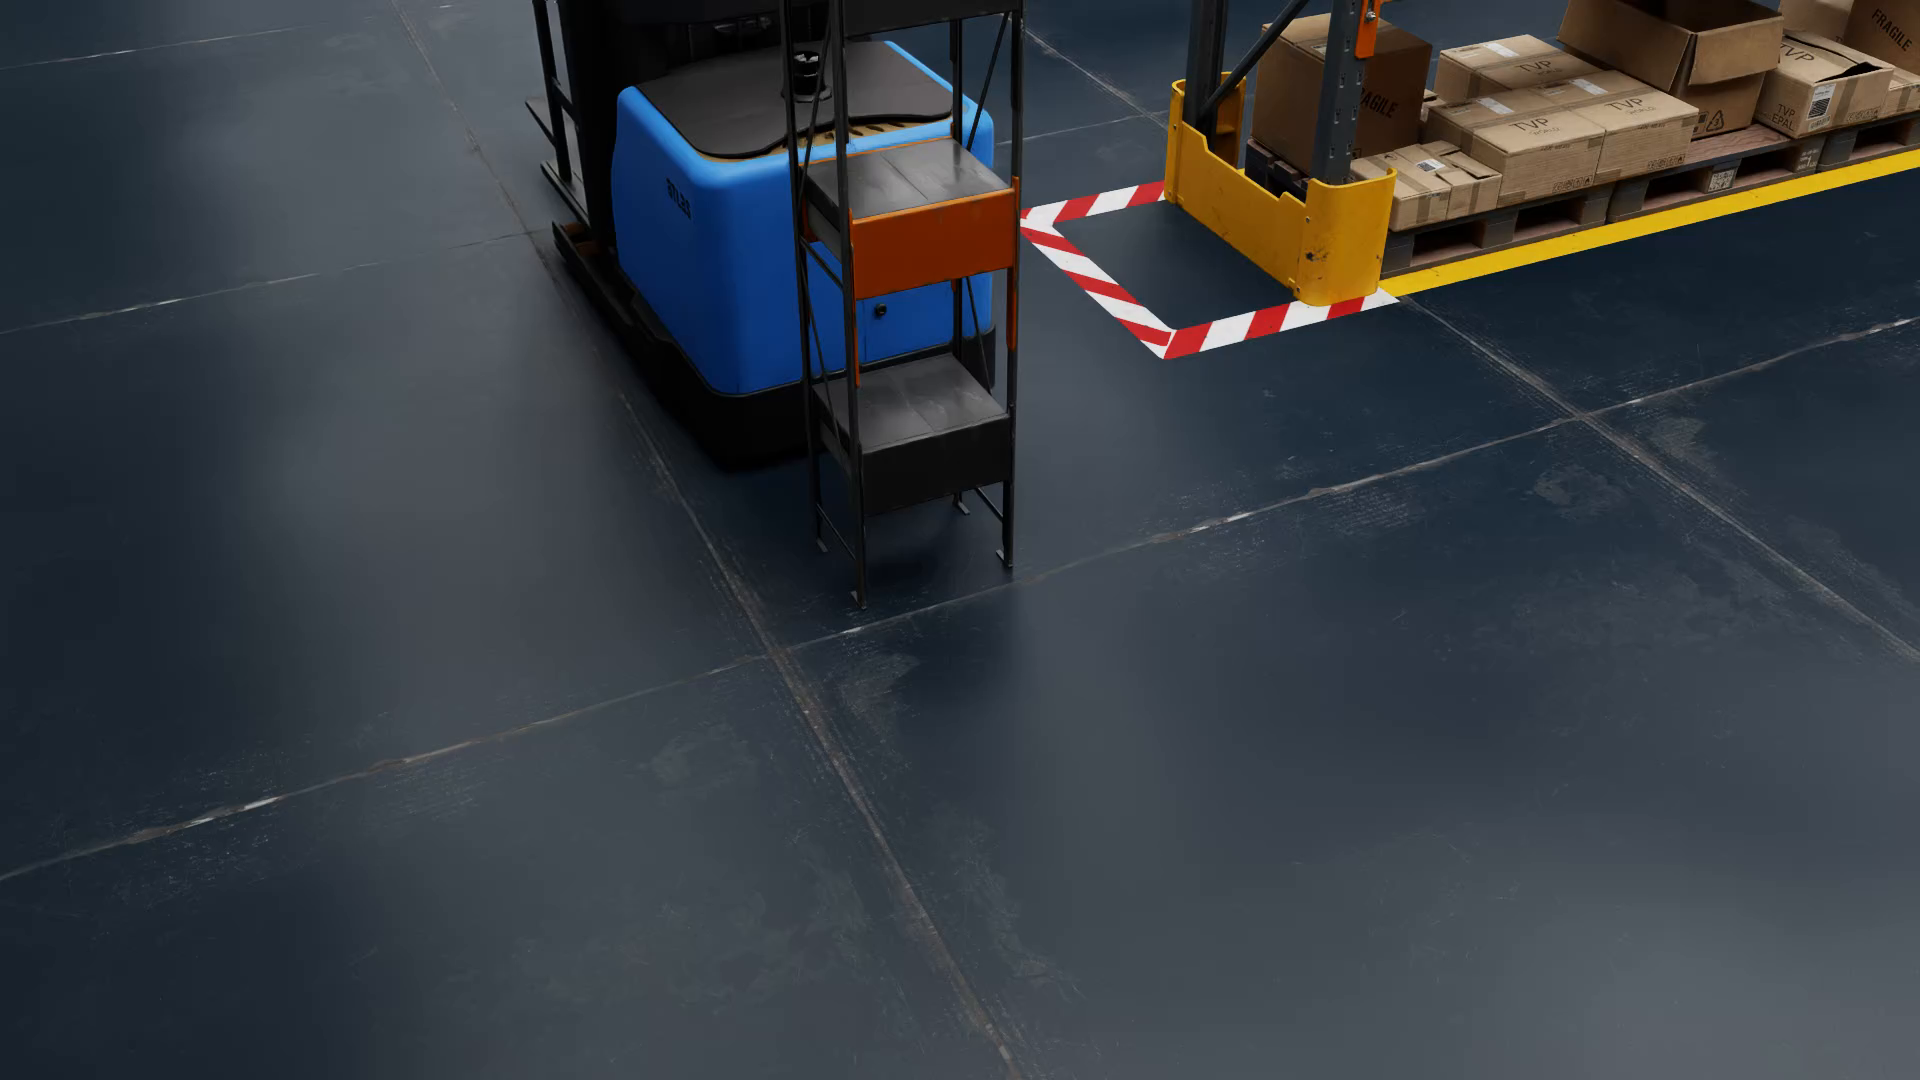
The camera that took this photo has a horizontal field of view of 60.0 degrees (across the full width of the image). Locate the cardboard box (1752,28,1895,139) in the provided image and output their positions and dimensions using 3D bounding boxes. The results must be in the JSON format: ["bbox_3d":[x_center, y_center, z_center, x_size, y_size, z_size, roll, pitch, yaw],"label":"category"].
[{"bbox_3d":[3.751,-2.061,7.399,0.500,0.311,0.500,-16,39,-20],"label":"cardboard box"}]

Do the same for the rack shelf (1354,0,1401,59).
[{"bbox_3d":[3.015,-2.656,6.917,4.000,0.370,1.077,-16,39,-20],"label":"rack shelf"}]

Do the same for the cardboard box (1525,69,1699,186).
[{"bbox_3d":[2.722,-1.749,7.029,0.500,0.250,0.500,-16,39,-20],"label":"cardboard box"}]

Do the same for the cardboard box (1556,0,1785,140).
[{"bbox_3d":[3.127,-2.147,7.353,0.637,0.503,0.797,-16,39,-20],"label":"cardboard box"}]

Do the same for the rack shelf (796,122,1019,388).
[{"bbox_3d":[-0.150,-0.791,4.576,0.480,0.518,0.431,-16,39,-20],"label":"rack shelf"}]

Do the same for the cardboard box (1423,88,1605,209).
[{"bbox_3d":[2.270,-1.622,6.858,0.500,0.250,0.500,-16,39,-20],"label":"cardboard box"}]

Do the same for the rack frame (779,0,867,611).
[{"bbox_3d":[-0.371,-0.740,4.485,0.015,2.100,0.400,-16,39,-20],"label":"rack frame"}]

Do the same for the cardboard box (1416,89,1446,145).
[{"bbox_3d":[1.997,-1.802,7.171,0.250,0.166,0.380,-16,39,-20],"label":"cardboard box"}]

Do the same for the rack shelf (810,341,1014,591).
[{"bbox_3d":[-0.150,-0.228,4.993,0.480,0.518,0.431,-16,39,-20],"label":"rack shelf"}]

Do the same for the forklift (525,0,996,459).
[{"bbox_3d":[-0.996,-2.311,5.905,1.130,2.935,3.031,-17,40,-21],"label":"forklift"}]

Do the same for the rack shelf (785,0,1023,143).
[{"bbox_3d":[-0.150,-1.353,4.159,0.480,0.518,0.431,-16,39,-20],"label":"rack shelf"}]

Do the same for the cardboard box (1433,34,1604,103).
[{"bbox_3d":[2.465,-2.006,7.375,0.500,0.250,0.500,-16,39,-20],"label":"cardboard box"}]

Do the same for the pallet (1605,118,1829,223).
[{"bbox_3d":[3.097,-1.847,7.563,1.213,0.211,1.003,-16,39,-20],"label":"pallet"}]

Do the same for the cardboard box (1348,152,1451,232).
[{"bbox_3d":[1.729,-1.391,6.632,0.250,0.149,0.380,-16,39,-20],"label":"cardboard box"}]

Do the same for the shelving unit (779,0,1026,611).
[{"bbox_3d":[-0.150,-0.801,4.568,0.503,2.100,0.431,-16,39,-20],"label":"shelving unit"}]

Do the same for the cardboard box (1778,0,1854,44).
[{"bbox_3d":[4.353,-2.559,8.069,0.500,0.311,0.500,-16,39,-20],"label":"cardboard box"}]

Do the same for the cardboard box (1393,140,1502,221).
[{"bbox_3d":[1.956,-1.462,6.712,0.250,0.166,0.380,-16,39,-20],"label":"cardboard box"}]

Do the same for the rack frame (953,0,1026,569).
[{"bbox_3d":[0.071,-0.863,4.651,0.015,2.100,0.400,-16,39,-20],"label":"rack frame"}]

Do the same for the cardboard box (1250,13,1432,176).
[{"bbox_3d":[1.592,-1.882,6.999,0.500,0.500,0.500,-16,39,-20],"label":"cardboard box"}]

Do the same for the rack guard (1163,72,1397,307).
[{"bbox_3d":[1.273,-1.454,6.791,0.348,0.500,1.175,-16,39,-20],"label":"rack guard"}]

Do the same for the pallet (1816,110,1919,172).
[{"bbox_3d":[4.203,-2.158,7.983,1.213,0.211,1.003,-16,39,-20],"label":"pallet"}]

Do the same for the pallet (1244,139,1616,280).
[{"bbox_3d":[1.994,-1.540,7.150,1.213,0.211,1.003,-16,39,-20],"label":"pallet"}]

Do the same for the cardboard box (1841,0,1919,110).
[{"bbox_3d":[4.430,-2.327,7.598,0.500,0.500,0.500,-16,39,-20],"label":"cardboard box"}]

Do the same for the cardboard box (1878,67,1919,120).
[{"bbox_3d":[4.116,-2.059,7.531,0.250,0.149,0.380,-16,39,-20],"label":"cardboard box"}]

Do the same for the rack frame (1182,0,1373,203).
[{"bbox_3d":[1.204,-2.439,6.020,0.127,3.000,1.000,-16,39,-20],"label":"rack frame"}]
